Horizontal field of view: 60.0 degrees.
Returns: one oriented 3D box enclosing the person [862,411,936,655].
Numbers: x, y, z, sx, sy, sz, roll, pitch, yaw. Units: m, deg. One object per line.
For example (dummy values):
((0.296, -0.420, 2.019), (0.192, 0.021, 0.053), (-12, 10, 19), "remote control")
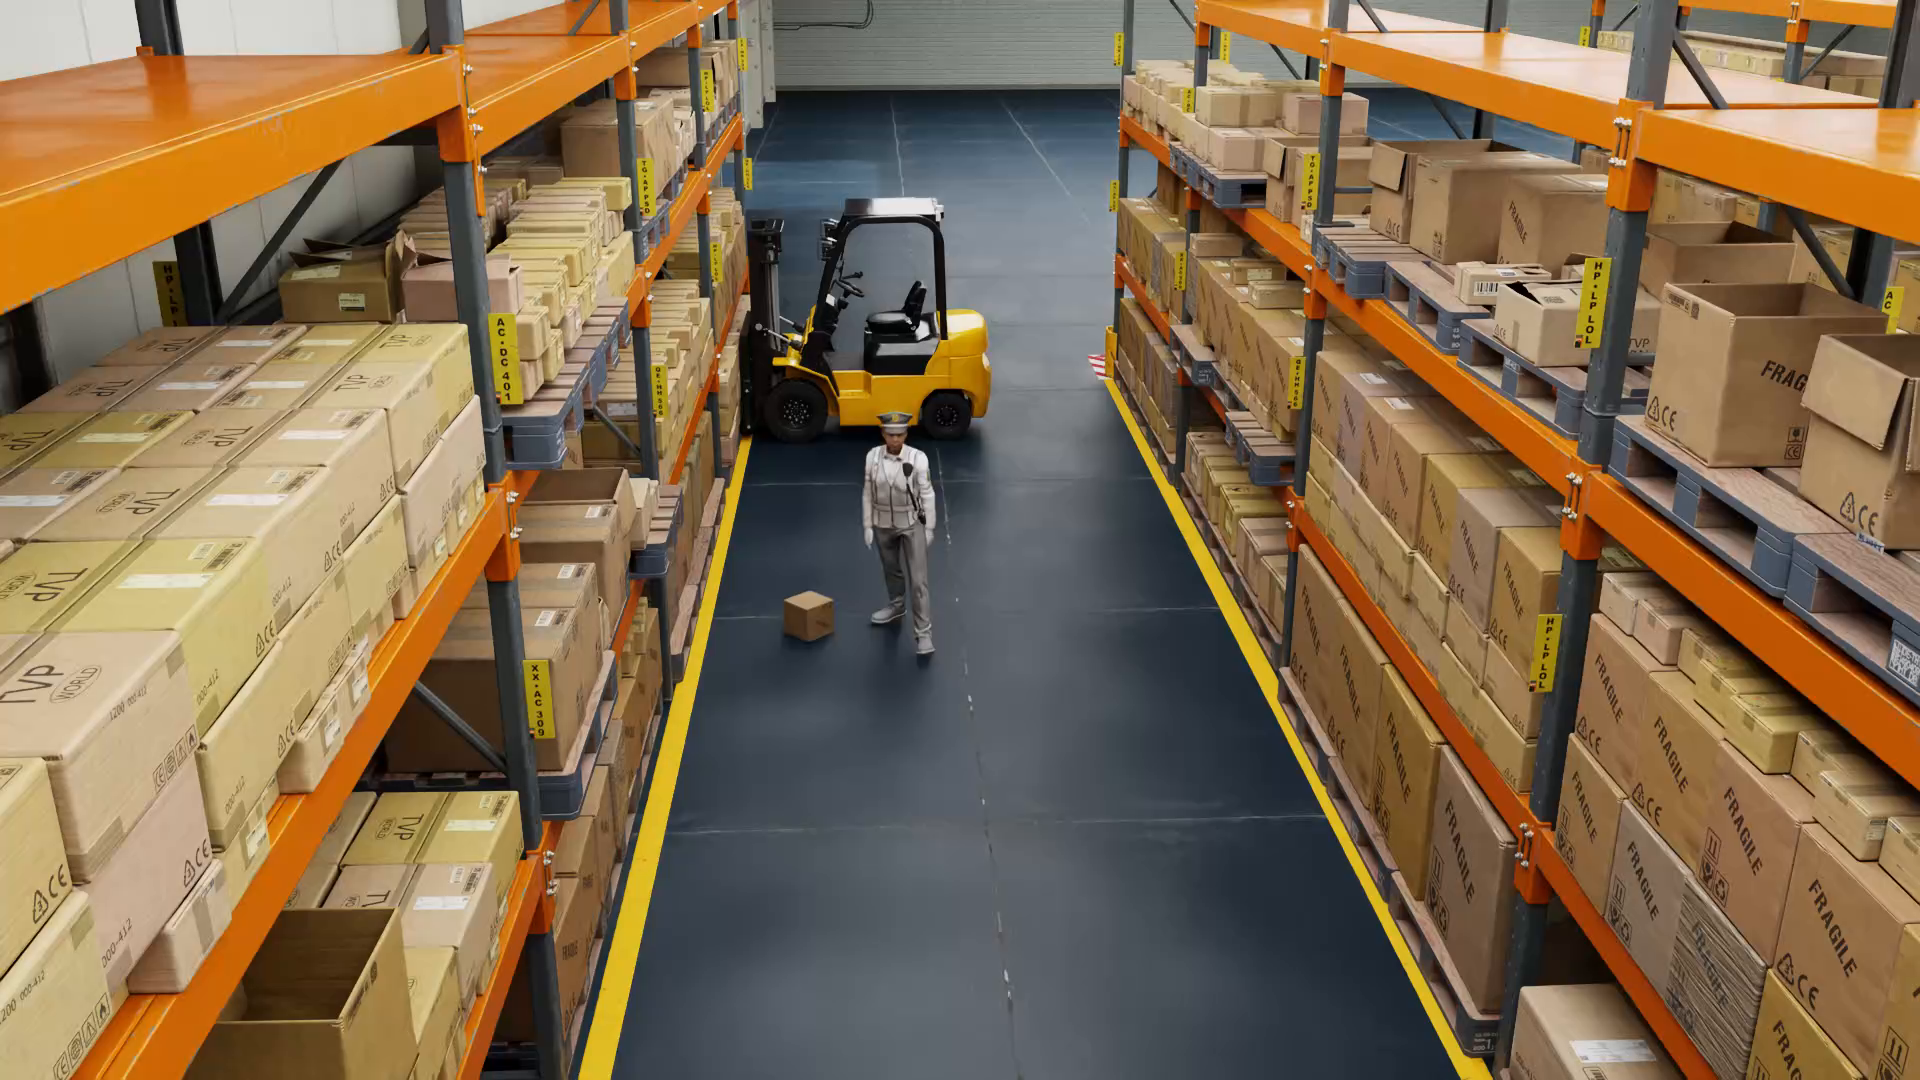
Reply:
((-0.390, -0.088, 11.260), (0.625, 1.646, 0.825), (5, 21, 14), "person")
